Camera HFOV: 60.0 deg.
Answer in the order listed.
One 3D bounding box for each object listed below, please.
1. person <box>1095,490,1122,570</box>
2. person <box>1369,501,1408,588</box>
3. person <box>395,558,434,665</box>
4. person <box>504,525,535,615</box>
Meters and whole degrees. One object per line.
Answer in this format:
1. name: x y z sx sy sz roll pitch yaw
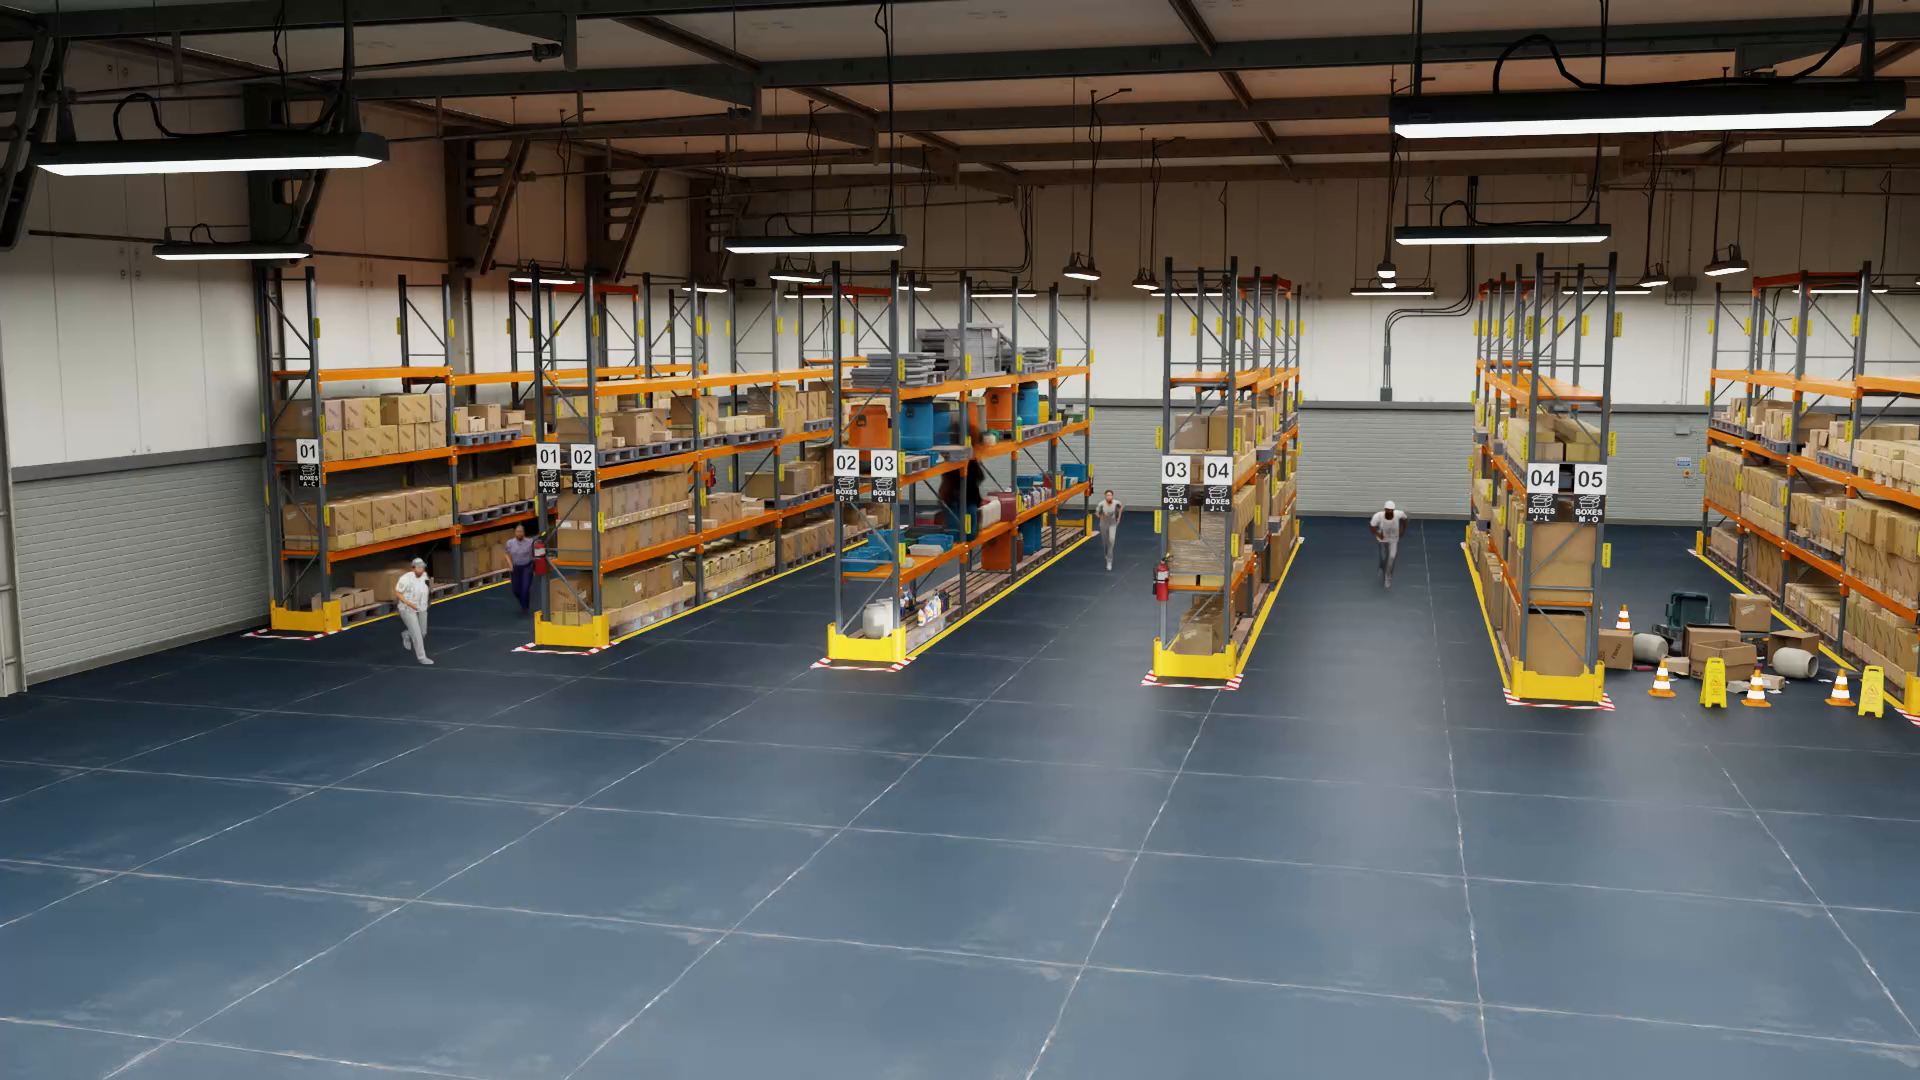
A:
1. person: 3.129 -0.249 35.061 0.574 1.670 1.035 1 7 6
2. person: 8.395 0.044 32.687 0.745 1.713 1.052 1 7 4
3. person: -8.235 1.054 24.963 0.806 1.620 0.596 7 10 43
4. person: -7.735 0.511 29.371 0.607 1.581 0.587 -1 7 -6
